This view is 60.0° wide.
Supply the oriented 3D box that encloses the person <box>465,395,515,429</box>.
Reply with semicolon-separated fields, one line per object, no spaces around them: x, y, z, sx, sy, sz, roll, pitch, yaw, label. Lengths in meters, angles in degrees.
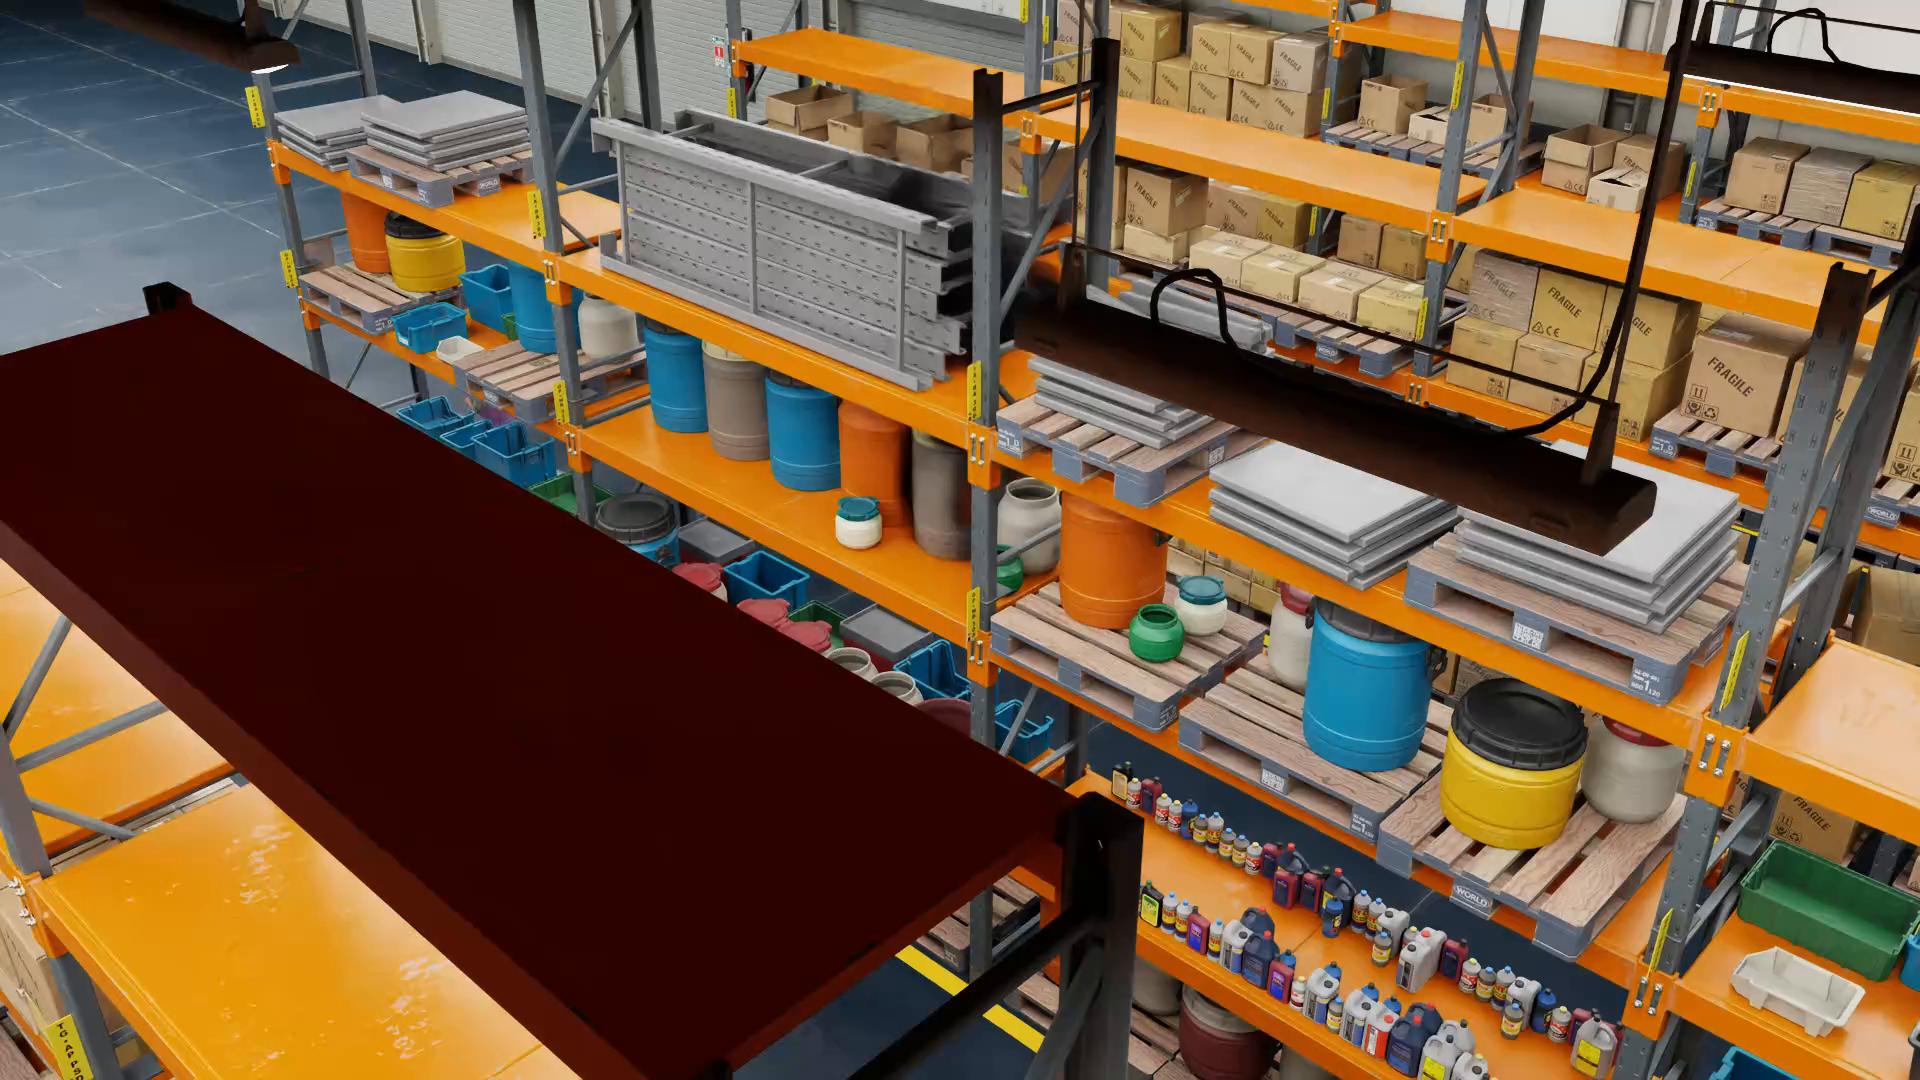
-4.628;-1.174;16.723;0.728;1.599;0.549;11;31;19;person
